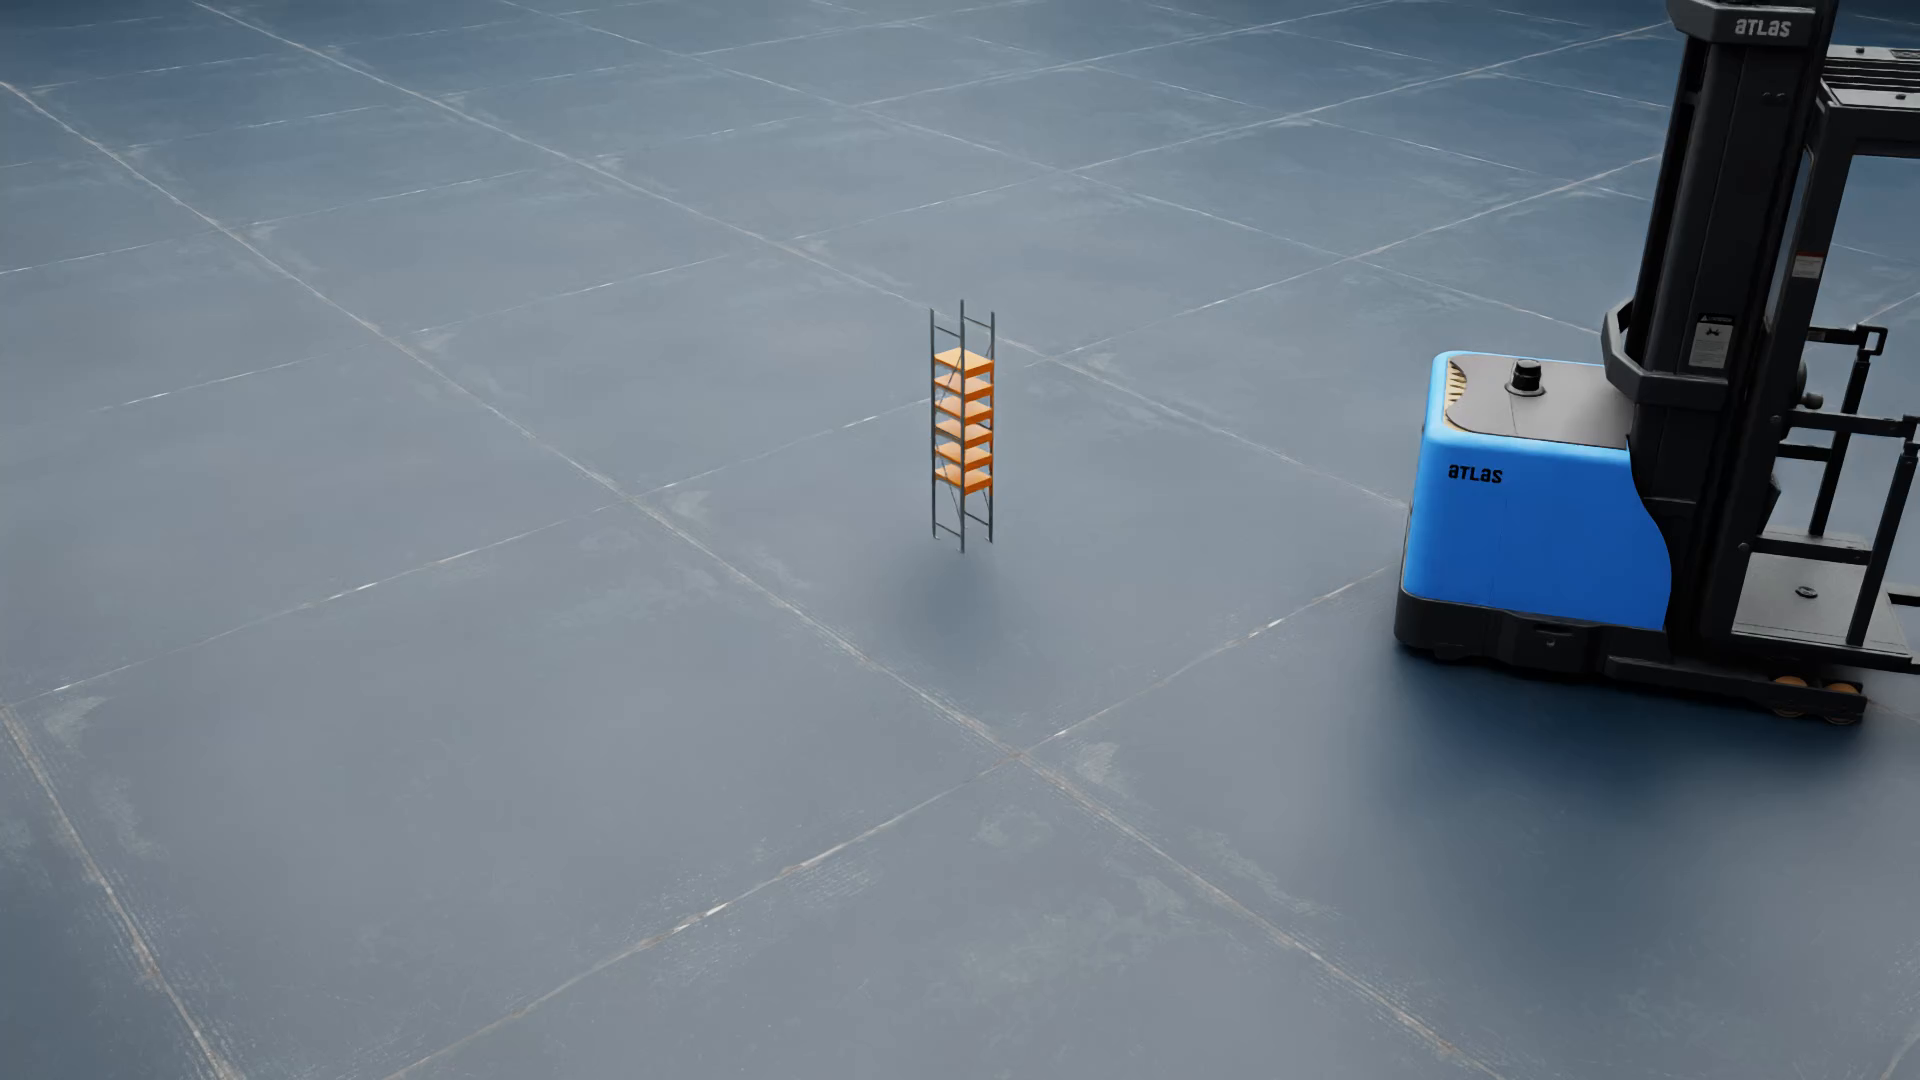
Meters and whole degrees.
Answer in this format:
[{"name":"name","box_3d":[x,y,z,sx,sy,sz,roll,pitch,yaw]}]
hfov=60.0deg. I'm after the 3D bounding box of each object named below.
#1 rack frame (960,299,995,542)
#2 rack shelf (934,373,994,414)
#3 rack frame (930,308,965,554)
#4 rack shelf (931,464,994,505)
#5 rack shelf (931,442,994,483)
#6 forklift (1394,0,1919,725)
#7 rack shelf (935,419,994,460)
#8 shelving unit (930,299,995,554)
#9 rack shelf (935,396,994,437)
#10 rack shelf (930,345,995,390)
[{"name":"rack frame","box_3d":[0.081,-0.562,8.028,0.006,1.200,0.240,-22,35,-35]},{"name":"rack shelf","box_3d":[0.011,-0.706,7.883,0.180,0.103,0.258,-22,35,-35]},{"name":"rack frame","box_3d":[-0.059,-0.506,7.923,0.006,1.200,0.240,-22,35,-35]},{"name":"rack shelf","box_3d":[0.011,-0.283,8.110,0.180,0.103,0.258,-22,35,-35]},{"name":"rack shelf","box_3d":[0.011,-0.389,8.053,0.180,0.103,0.258,-22,35,-35]},{"name":"forklift","box_3d":[3.486,-0.814,6.664,3.031,2.935,1.130,8,29,14]},{"name":"rack shelf","box_3d":[0.011,-0.494,7.996,0.180,0.103,0.258,-22,35,-35]},{"name":"shelving unit","box_3d":[0.011,-0.534,7.975,0.189,1.200,0.258,-22,35,-35]},{"name":"rack shelf","box_3d":[0.011,-0.600,7.940,0.180,0.103,0.258,-22,35,-35]},{"name":"rack shelf","box_3d":[0.011,-0.812,7.827,0.180,0.103,0.258,-22,35,-35]}]
